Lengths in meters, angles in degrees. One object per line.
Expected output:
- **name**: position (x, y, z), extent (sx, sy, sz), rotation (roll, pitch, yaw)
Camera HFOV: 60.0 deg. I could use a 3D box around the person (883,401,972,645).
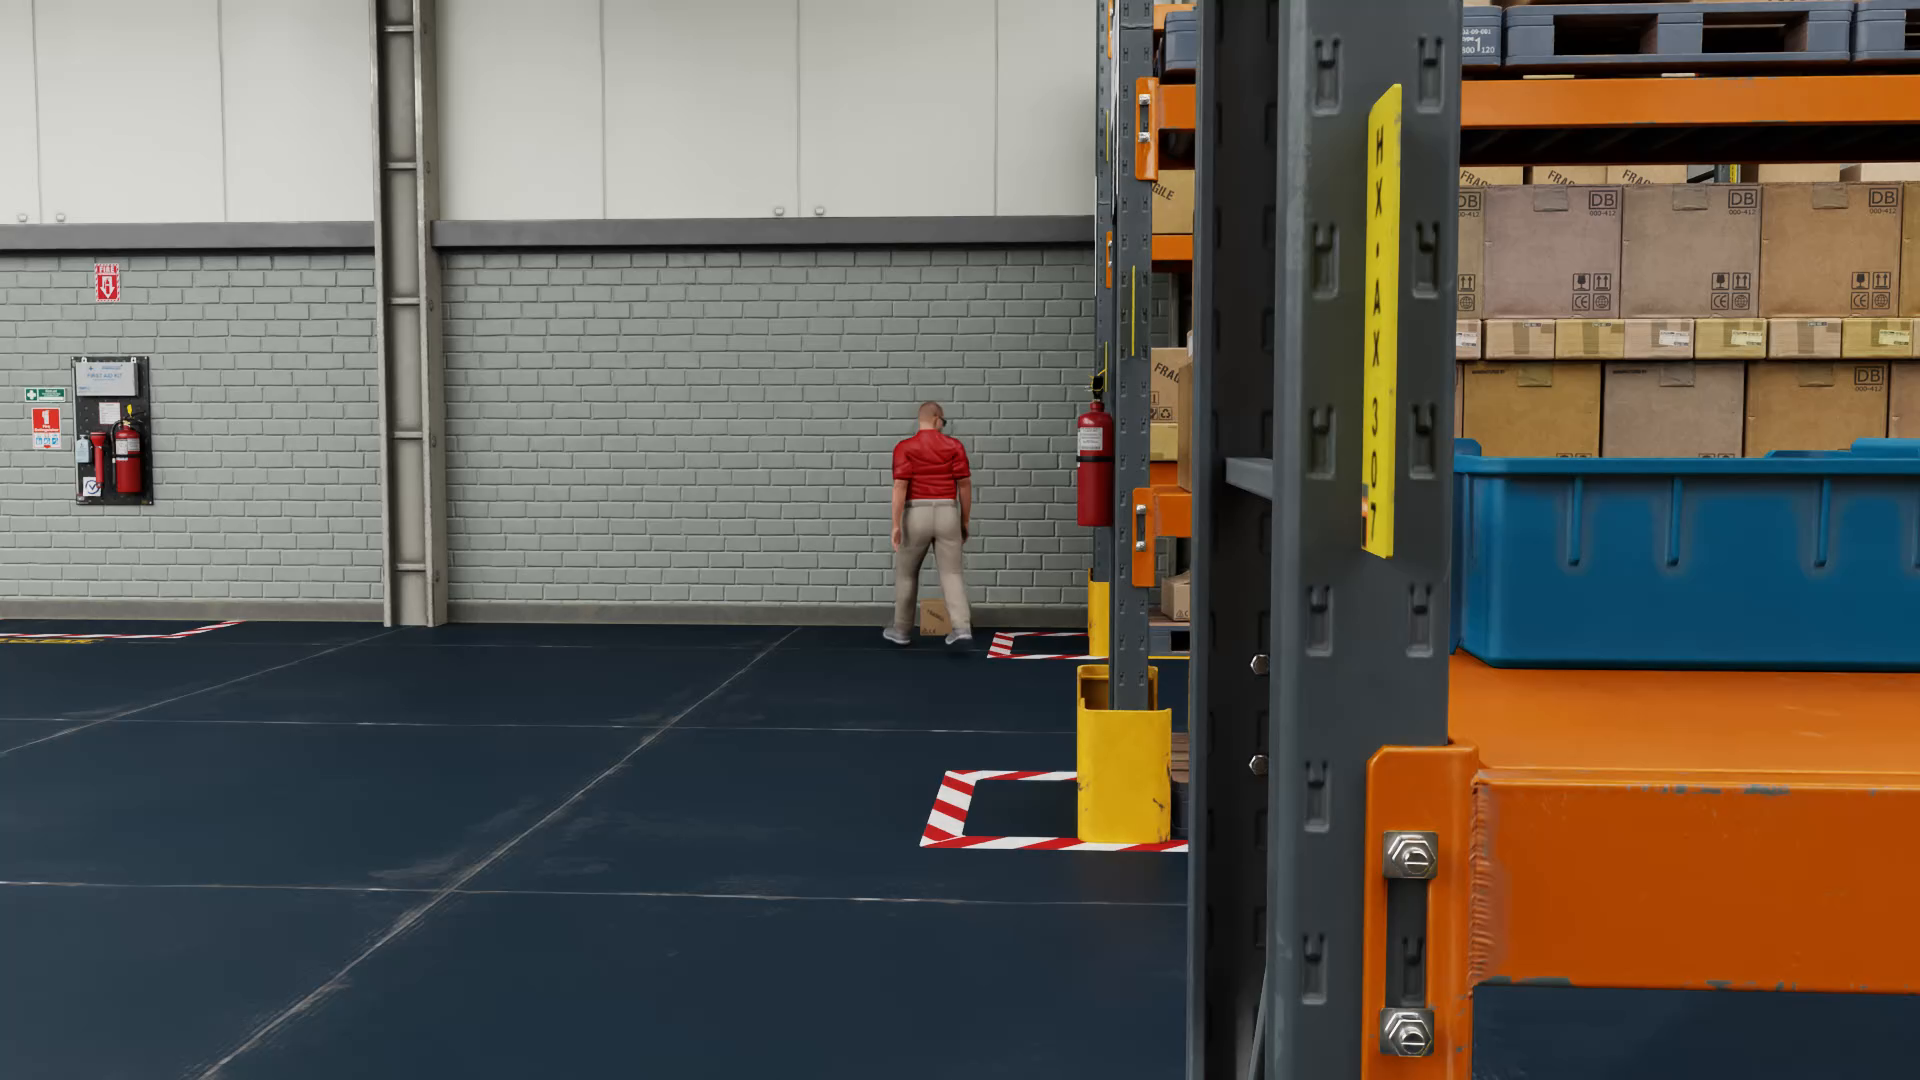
- **person**: position (-0.207, -0.107, 11.482), extent (0.576, 1.696, 0.886), rotation (-1, 4, -11)
